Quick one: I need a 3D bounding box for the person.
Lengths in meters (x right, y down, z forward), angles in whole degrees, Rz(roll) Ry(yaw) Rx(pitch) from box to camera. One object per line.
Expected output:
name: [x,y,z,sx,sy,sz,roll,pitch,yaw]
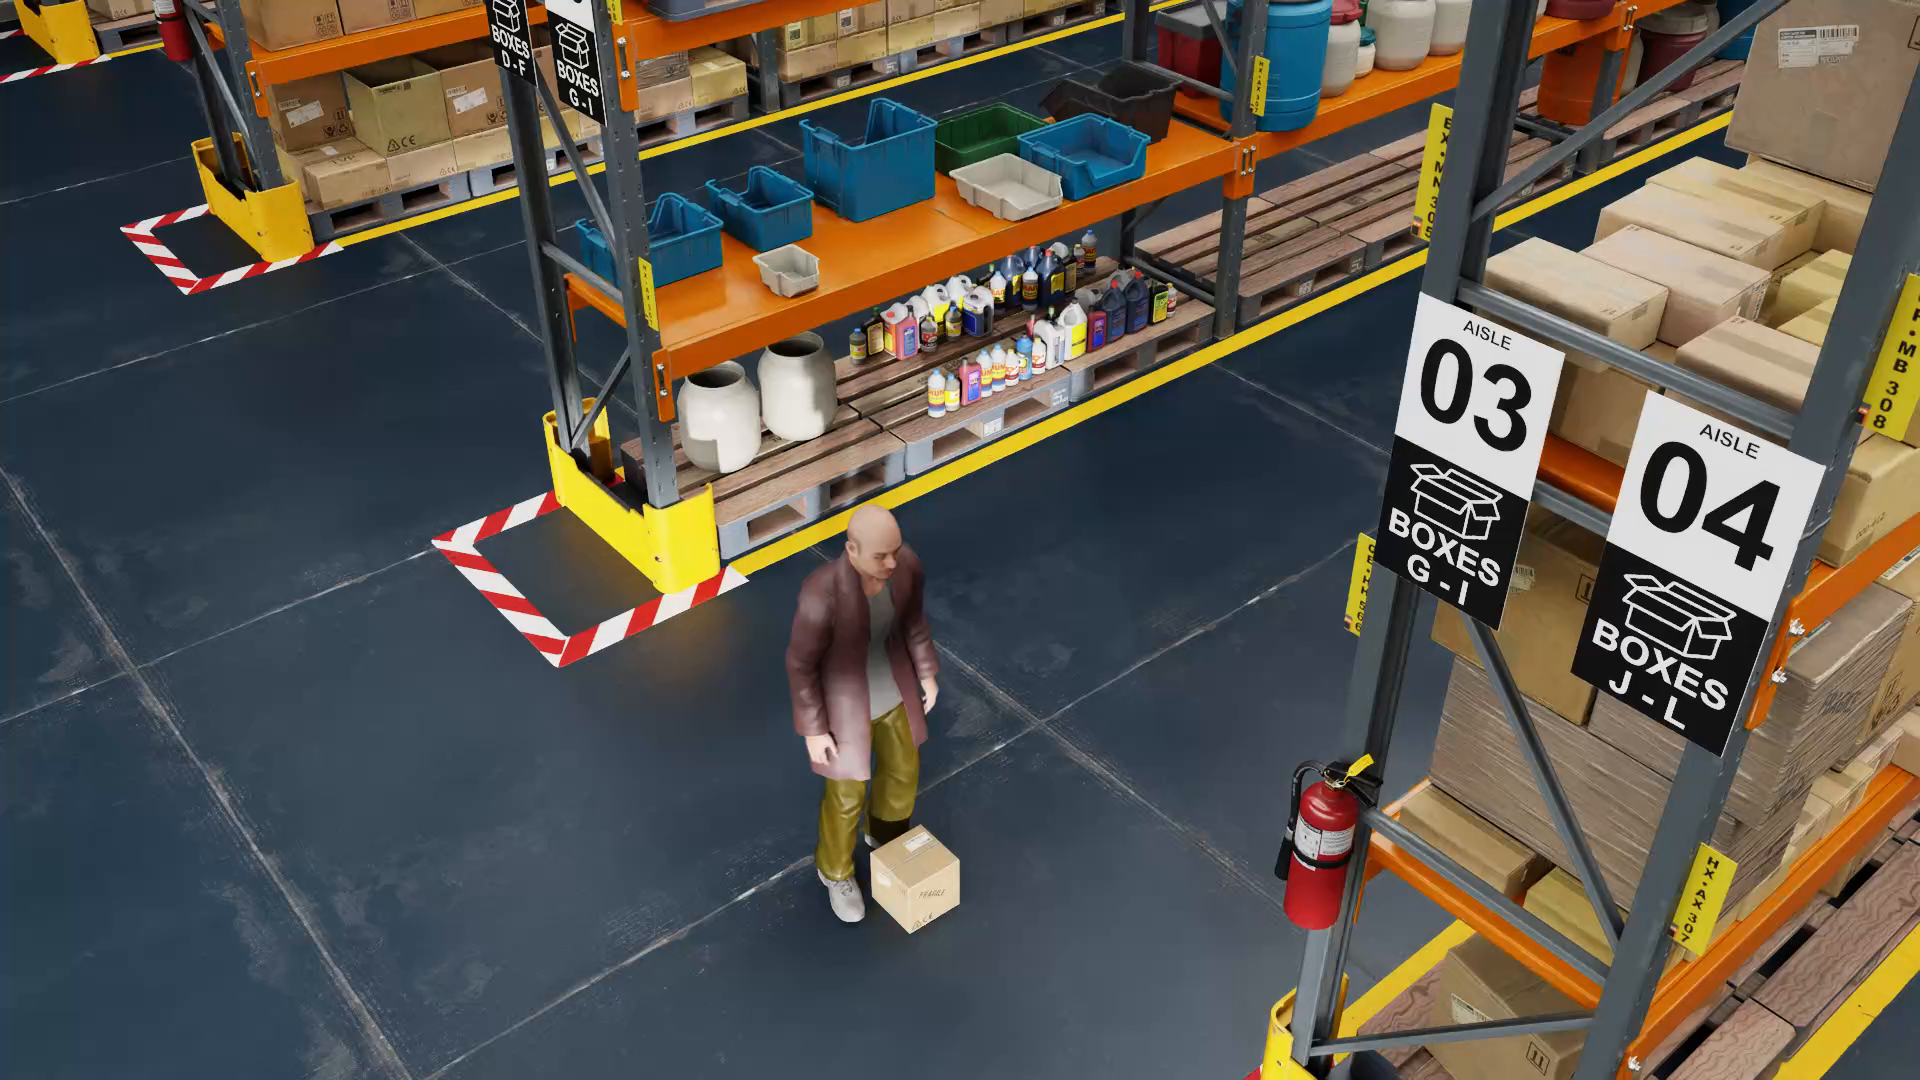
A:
person: [-0.344,0.605,6.243,0.644,1.774,0.426,-26,43,-31]
